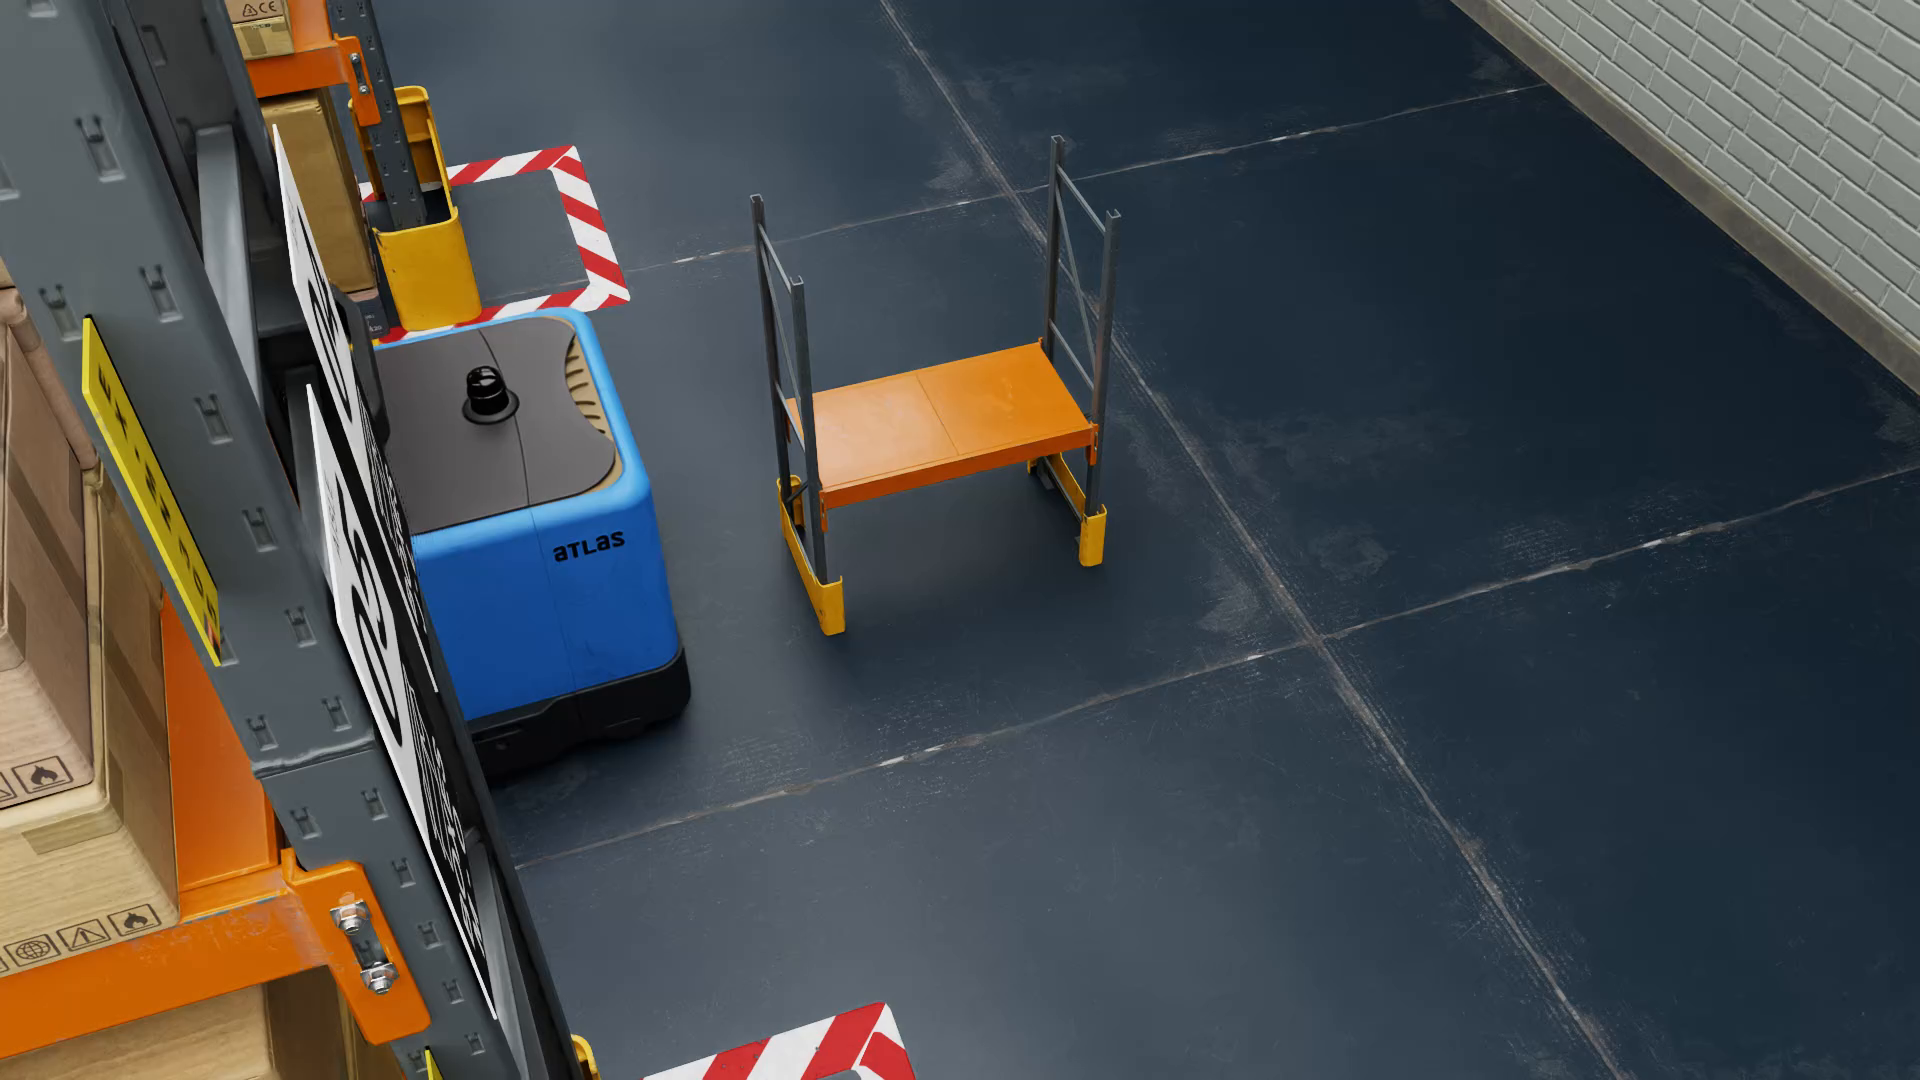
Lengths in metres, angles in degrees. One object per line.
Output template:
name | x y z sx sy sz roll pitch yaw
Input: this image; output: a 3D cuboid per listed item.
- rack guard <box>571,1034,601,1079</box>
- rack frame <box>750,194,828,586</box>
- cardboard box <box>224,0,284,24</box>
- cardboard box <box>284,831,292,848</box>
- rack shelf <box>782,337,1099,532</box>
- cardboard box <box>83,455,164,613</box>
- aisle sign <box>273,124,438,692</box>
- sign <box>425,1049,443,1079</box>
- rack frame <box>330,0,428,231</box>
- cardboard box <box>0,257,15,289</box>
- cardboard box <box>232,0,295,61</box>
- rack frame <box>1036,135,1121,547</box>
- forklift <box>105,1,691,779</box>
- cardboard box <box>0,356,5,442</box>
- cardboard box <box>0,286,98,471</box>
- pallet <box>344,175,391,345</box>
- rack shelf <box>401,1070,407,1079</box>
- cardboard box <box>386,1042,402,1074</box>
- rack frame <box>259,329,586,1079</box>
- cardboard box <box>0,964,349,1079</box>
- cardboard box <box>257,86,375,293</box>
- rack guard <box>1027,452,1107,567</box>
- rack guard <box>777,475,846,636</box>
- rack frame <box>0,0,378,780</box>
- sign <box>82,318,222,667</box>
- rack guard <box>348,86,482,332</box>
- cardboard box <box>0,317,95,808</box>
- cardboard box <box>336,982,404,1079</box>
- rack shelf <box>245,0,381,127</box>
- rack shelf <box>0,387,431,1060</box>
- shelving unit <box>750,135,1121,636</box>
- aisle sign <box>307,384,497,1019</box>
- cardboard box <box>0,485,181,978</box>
rack guard | -0.928 1.865 4.038 0.348 0.500 1.175 -14 47 -14
rack frame | -0.558 -0.387 5.576 0.032 1.500 0.500 -14 47 -14
cardboard box | -2.811 -2.123 6.144 0.500 0.250 0.500 -15 47 -14
cardboard box | -1.369 0.403 2.744 0.500 0.500 0.500 -15 47 -14
rack shelf | -0.080 -0.382 5.826 1.000 0.185 0.538 -14 47 -14
cardboard box | -1.365 -0.103 2.223 0.500 0.250 0.500 -13 46 -12
aisle sign | -0.889 -0.170 2.466 0.004 0.787 0.394 -14 47 -14
sign | -0.687 0.819 2.275 0.005 0.325 0.100 -14 47 -14
rack frame | -2.445 -2.364 6.488 0.127 3.000 1.000 -14 47 -14
cardboard box | -1.238 -0.432 1.917 0.250 0.149 0.380 -15 47 -14
cardboard box | -2.668 -1.970 6.273 0.250 0.149 0.380 -14 47 -13
rack frame | 0.398 -0.631 5.820 0.032 1.500 0.500 -14 47 -14
forklift | -2.481 -0.380 4.560 3.031 2.935 1.130 -15 47 -15
cardboard box | -1.069 -0.083 1.568 0.250 0.149 0.380 -15 47 -14
cardboard box | -1.367 -0.283 2.049 0.500 0.250 0.500 -14 47 -13
pallet | -3.171 -1.135 7.232 1.213 0.211 1.003 -14 47 -14
rack shelf | -2.737 1.700 2.946 4.000 0.370 1.077 -14 47 -14
cardboard box | -1.372 0.748 3.106 0.500 0.500 0.500 -12 46 -12
rack frame | -0.856 0.965 3.171 0.127 3.000 1.000 -14 47 -14
cardboard box | -1.202 0.747 2.401 0.500 0.500 0.500 -15 47 -15
cardboard box | -3.020 -1.555 6.885 0.875 0.875 0.875 -14 47 -14
rack guard | 0.397 -0.190 6.263 0.087 0.250 0.587 -14 47 -14
rack guard | -0.540 0.050 6.024 0.087 0.250 0.587 -14 47 -14
rack frame | -0.856 -1.153 1.046 0.127 3.000 1.000 -14 47 -14
sign | -0.687 -0.032 1.421 0.005 0.325 0.100 -14 47 -14
rack guard | -2.423 -1.487 7.379 0.348 0.500 1.175 -14 47 -14
cardboard box | -1.203 0.063 1.705 0.500 0.250 0.500 -16 47 -15
cardboard box | -1.191 1.104 2.751 0.500 0.500 0.500 -13 47 -13
rack shelf | -4.326 -1.629 6.264 4.000 0.370 1.077 -14 47 -14
rack shelf | -2.737 0.641 1.884 4.000 0.370 1.077 -14 47 -14
shelving unit | -0.072 -0.511 5.701 1.083 1.500 0.587 -14 47 -14
aisle sign | -0.686 0.229 2.068 0.004 0.787 0.394 -14 47 -14
cardboard box | -1.194 0.245 1.877 0.500 0.250 0.500 -15 47 -15
